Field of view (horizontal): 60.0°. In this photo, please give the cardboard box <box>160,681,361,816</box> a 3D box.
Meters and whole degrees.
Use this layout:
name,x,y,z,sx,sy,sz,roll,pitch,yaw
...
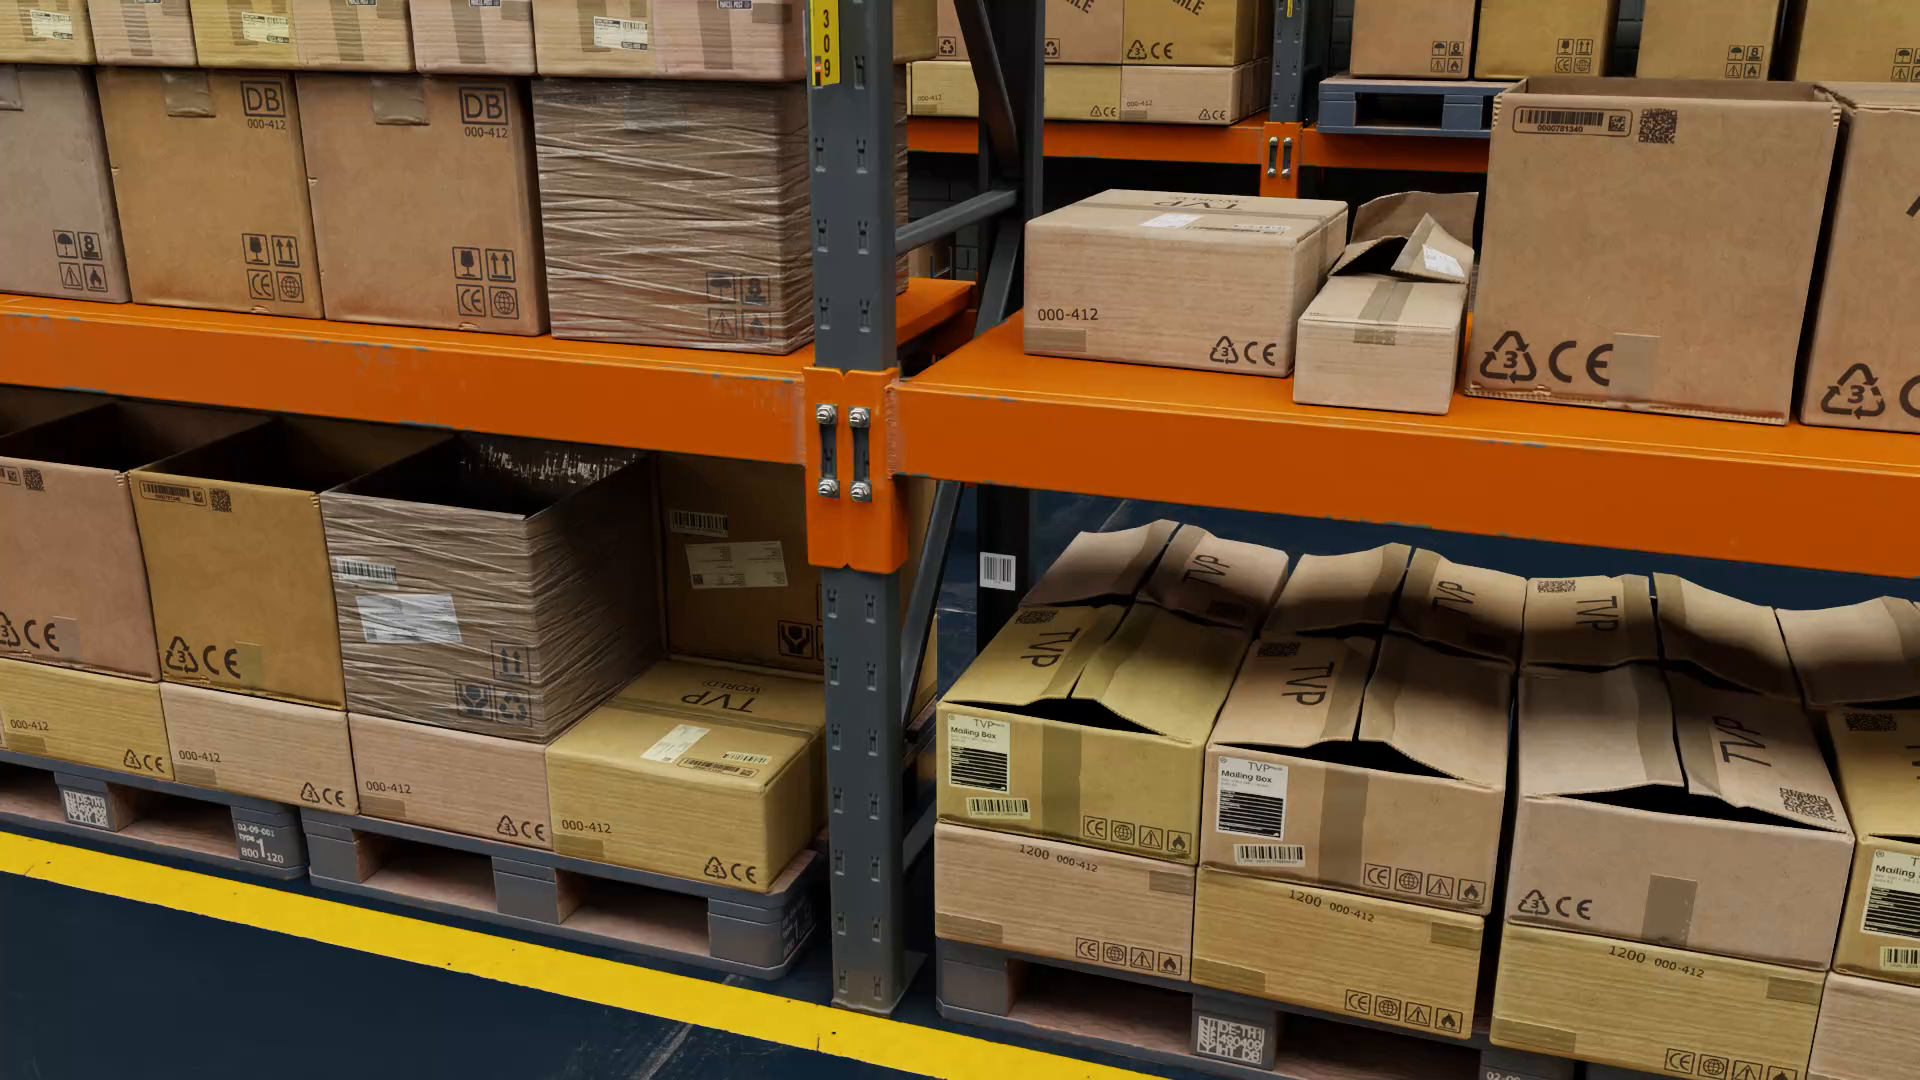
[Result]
name,x,y,z,sx,sy,sz,roll,pitch,yaw
cardboard box,-1.492,0.392,3.934,0.500,0.250,0.500,7,20,18

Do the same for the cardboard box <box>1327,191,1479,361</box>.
name,x,y,z,sx,sy,sz,roll,pitch,yaw
cardboard box,0.855,-0.518,3.209,0.258,0.266,0.396,6,20,17

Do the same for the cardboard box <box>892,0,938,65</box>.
name,x,y,z,sx,sy,sz,roll,pitch,yaw
cardboard box,-0.226,-1.062,3.429,0.250,0.149,0.380,6,20,18

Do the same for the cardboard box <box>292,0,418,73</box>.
name,x,y,z,sx,sy,sz,roll,pitch,yaw
cardboard box,-1.093,-1.018,3.304,0.250,0.149,0.380,6,20,18

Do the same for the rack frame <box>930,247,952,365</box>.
name,x,y,z,sx,sy,sz,roll,pitch,yaw
rack frame,-0.065,-0.503,5.925,0.008,1.050,0.200,7,20,18

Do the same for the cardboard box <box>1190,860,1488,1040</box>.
name,x,y,z,sx,sy,sz,roll,pitch,yaw
cardboard box,0.746,0.657,3.174,0.500,0.250,0.500,7,20,19

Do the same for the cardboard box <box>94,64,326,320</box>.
name,x,y,z,sx,sy,sz,roll,pitch,yaw
cardboard box,-1.430,-0.823,3.728,0.500,0.500,0.700,7,20,19

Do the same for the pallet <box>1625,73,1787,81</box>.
name,x,y,z,sx,sy,sz,roll,pitch,yaw
pallet,3.481,-1.838,7.084,1.213,0.211,1.003,7,20,18

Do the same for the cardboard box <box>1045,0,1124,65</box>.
name,x,y,z,sx,sy,sz,roll,pitch,yaw
cardboard box,0.565,-2.460,7.634,0.500,0.500,0.500,6,20,18

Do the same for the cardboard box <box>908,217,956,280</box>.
name,x,y,z,sx,sy,sz,roll,pitch,yaw
cardboard box,-0.353,-1.360,8.551,0.500,0.500,0.700,5,20,15

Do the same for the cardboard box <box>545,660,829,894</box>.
name,x,y,z,sx,sy,sz,roll,pitch,yaw
cardboard box,-0.546,0.499,3.628,0.500,0.250,0.500,7,20,18

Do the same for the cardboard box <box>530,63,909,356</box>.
name,x,y,z,sx,sy,sz,roll,pitch,yaw
cardboard box,-0.457,-0.713,3.411,0.500,0.500,0.700,6,20,17

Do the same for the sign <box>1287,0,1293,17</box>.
name,x,y,z,sx,sy,sz,roll,pitch,yaw
sign,1.415,-2.399,7.087,0.005,0.325,0.100,7,20,18

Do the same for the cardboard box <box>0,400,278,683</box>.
name,x,y,z,sx,sy,sz,roll,pitch,yaw
cardboard box,-1.965,-0.015,3.964,0.500,0.500,0.500,7,20,18

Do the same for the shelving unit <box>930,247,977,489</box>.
name,x,y,z,sx,sy,sz,roll,pitch,yaw
shelving unit,0.051,-0.490,5.887,0.252,1.050,0.215,7,20,18

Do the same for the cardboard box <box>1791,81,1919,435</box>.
name,x,y,z,sx,sy,sz,roll,pitch,yaw
cardboard box,1.655,-0.468,2.708,0.500,0.500,0.500,7,20,18

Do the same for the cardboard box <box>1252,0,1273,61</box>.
name,x,y,z,sx,sy,sz,roll,pitch,yaw
cardboard box,1.211,-2.568,7.945,0.500,0.500,0.500,6,20,17

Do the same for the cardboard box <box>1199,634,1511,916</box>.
name,x,y,z,sx,sy,sz,roll,pitch,yaw
cardboard box,0.744,0.394,3.077,0.500,0.311,0.500,6,20,17

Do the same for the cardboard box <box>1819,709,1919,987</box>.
name,x,y,z,sx,sy,sz,roll,pitch,yaw
cardboard box,1.725,0.504,2.761,0.500,0.311,0.500,7,20,20

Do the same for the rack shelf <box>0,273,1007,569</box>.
name,x,y,z,sx,sy,sz,roll,pitch,yaw
rack shelf,-1.925,-0.496,4.034,4.000,0.370,1.077,7,20,18

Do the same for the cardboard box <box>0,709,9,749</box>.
name,x,y,z,sx,sy,sz,roll,pitch,yaw
cardboard box,-2.435,0.283,4.247,0.500,0.250,0.500,7,20,18

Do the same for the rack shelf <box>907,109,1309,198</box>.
name,x,y,z,sx,sy,sz,roll,pitch,yaw
rack shelf,-0.303,-2.036,8.454,4.000,0.370,1.077,7,20,18

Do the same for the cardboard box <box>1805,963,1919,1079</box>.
name,x,y,z,sx,sy,sz,roll,pitch,yaw
cardboard box,1.717,0.767,2.857,0.500,0.250,0.500,7,20,19

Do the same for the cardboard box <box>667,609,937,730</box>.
name,x,y,z,sx,sy,sz,roll,pitch,yaw
cardboard box,-0.375,0.336,4.093,0.500,0.250,0.500,7,20,18

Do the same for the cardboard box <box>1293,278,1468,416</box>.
name,x,y,z,sx,sy,sz,roll,pitch,yaw
cardboard box,0.734,-0.341,2.880,0.250,0.149,0.380,7,20,18

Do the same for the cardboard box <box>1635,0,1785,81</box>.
name,x,y,z,sx,sy,sz,roll,pitch,yaw
cardboard box,3.213,-2.225,7.083,0.500,0.500,0.700,10,21,26

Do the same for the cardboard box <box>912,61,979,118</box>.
name,x,y,z,sx,sy,sz,roll,pitch,yaw
cardboard box,0.091,-2.161,7.917,0.500,0.250,0.500,6,20,18

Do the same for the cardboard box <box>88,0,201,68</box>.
name,x,y,z,sx,sy,sz,roll,pitch,yaw
cardboard box,-1.562,-1.073,3.461,0.250,0.149,0.380,7,20,20

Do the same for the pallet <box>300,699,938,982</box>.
name,x,y,z,sx,sy,sz,roll,pitch,yaw
pallet,-0.773,0.598,4.039,1.213,0.211,1.003,7,20,18

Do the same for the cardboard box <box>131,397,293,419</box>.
name,x,y,z,sx,sy,sz,roll,pitch,yaw
cardboard box,-1.789,-0.182,4.442,0.500,0.500,0.500,7,20,18

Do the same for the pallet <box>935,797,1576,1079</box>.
name,x,y,z,sx,sy,sz,roll,pitch,yaw
pallet,0.673,0.765,3.561,1.213,0.211,1.003,7,20,18

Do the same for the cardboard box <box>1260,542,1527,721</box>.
name,x,y,z,sx,sy,sz,roll,pitch,yaw
cardboard box,0.934,0.225,3.562,0.500,0.311,0.500,7,20,20

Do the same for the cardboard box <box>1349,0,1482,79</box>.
name,x,y,z,sx,sy,sz,roll,pitch,yaw
cardboard box,2.056,-2.349,7.439,0.500,0.500,0.700,7,20,18

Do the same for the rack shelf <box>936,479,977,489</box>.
name,x,y,z,sx,sy,sz,roll,pitch,yaw
rack shelf,0.051,-0.218,5.982,0.240,0.259,0.215,7,20,18

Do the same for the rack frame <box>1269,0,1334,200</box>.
name,x,y,z,sx,sy,sz,roll,pitch,yaw
rack frame,1.586,-2.160,7.716,0.127,3.000,1.000,7,20,18

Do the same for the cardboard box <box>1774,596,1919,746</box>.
name,x,y,z,sx,sy,sz,roll,pitch,yaw
cardboard box,1.878,0.335,3.246,0.500,0.311,0.500,6,20,17

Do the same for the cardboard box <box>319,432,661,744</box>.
name,x,y,z,sx,sy,sz,roll,pitch,yaw
cardboard box,-1.014,0.087,3.670,0.500,0.500,0.500,7,20,18

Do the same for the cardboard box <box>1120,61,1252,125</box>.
name,x,y,z,sx,sy,sz,roll,pitch,yaw
cardboard box,1.039,-2.055,7.613,0.500,0.250,0.500,7,20,18

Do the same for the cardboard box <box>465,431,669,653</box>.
name,x,y,z,sx,sy,sz,roll,pitch,yaw
cardboard box,-0.846,-0.072,4.127,0.500,0.500,0.500,7,20,18

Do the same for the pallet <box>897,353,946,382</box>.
name,x,y,z,sx,sy,sz,roll,pitch,yaw
pallet,-0.216,-1.036,8.728,1.213,0.211,1.003,7,20,18

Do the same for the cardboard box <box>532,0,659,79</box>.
name,x,y,z,sx,sy,sz,roll,pitch,yaw
cardboard box,-0.596,-0.963,3.144,0.250,0.149,0.380,6,20,17
